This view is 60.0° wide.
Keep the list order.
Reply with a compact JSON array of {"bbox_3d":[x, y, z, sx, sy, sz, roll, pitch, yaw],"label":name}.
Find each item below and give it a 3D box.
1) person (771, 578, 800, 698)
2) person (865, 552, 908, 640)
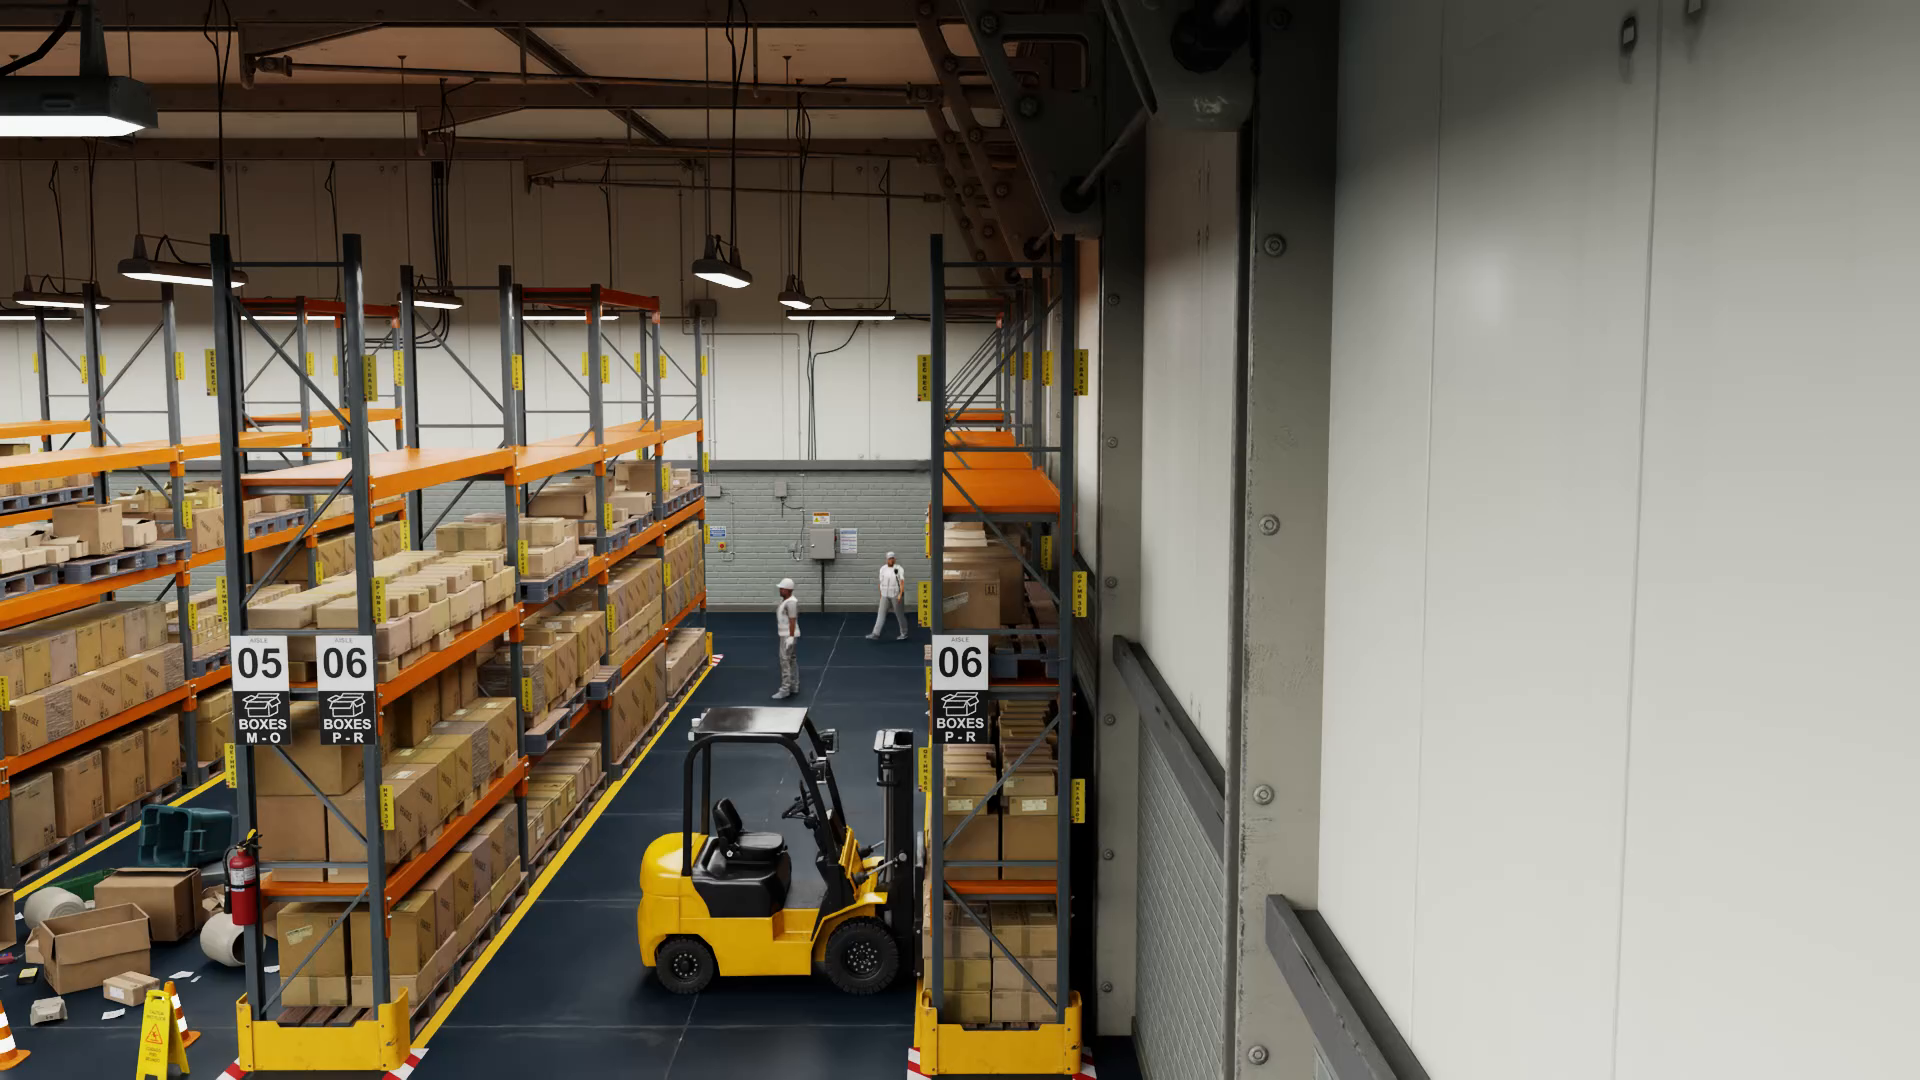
[{"bbox_3d":[-2.680,1.482,25.450,0.468,1.812,0.616,-1,6,-8],"label":"person"},{"bbox_3d":[-1.290,1.026,30.049,0.548,1.621,0.946,4,7,32],"label":"person"}]
